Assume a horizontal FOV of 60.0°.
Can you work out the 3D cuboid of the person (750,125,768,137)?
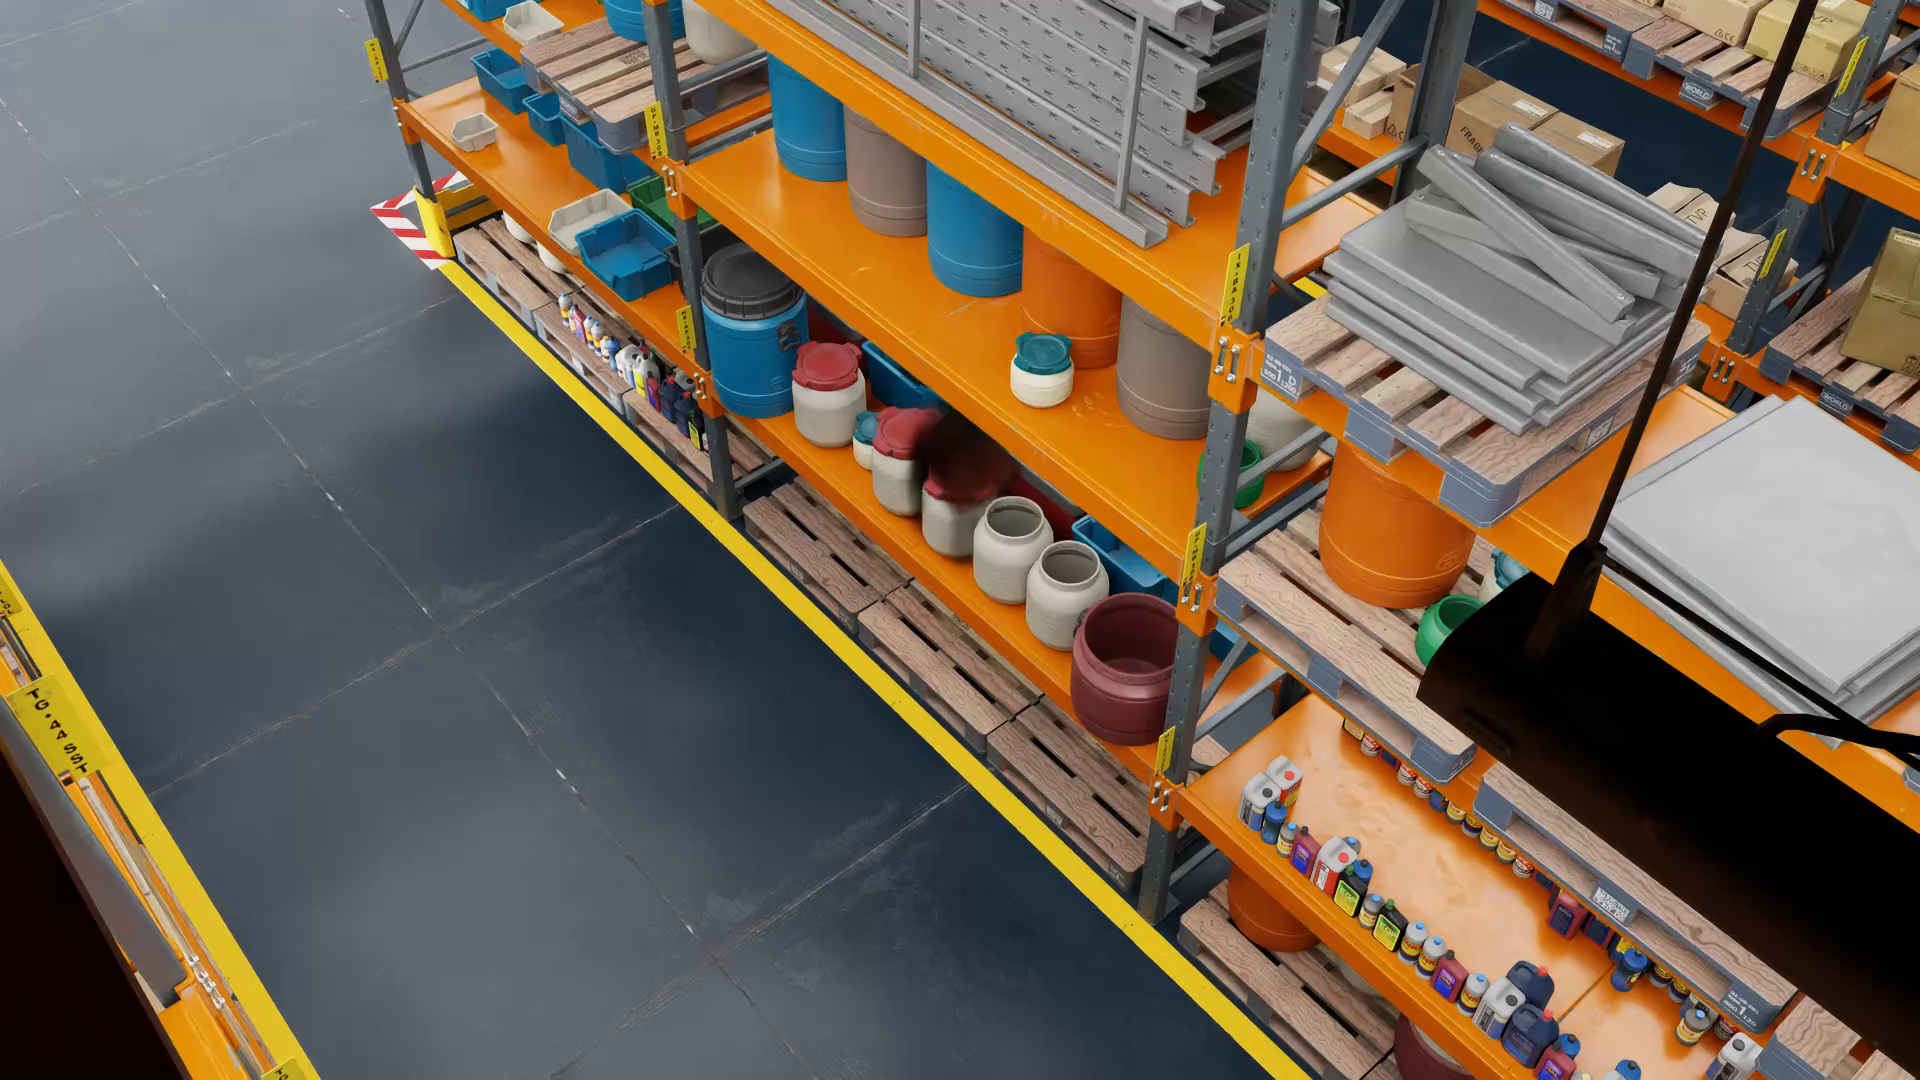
[{"bbox_3d":[-1.605,-3.860,13.457,0.609,1.788,0.506,30,54,26],"label":"person"}]
